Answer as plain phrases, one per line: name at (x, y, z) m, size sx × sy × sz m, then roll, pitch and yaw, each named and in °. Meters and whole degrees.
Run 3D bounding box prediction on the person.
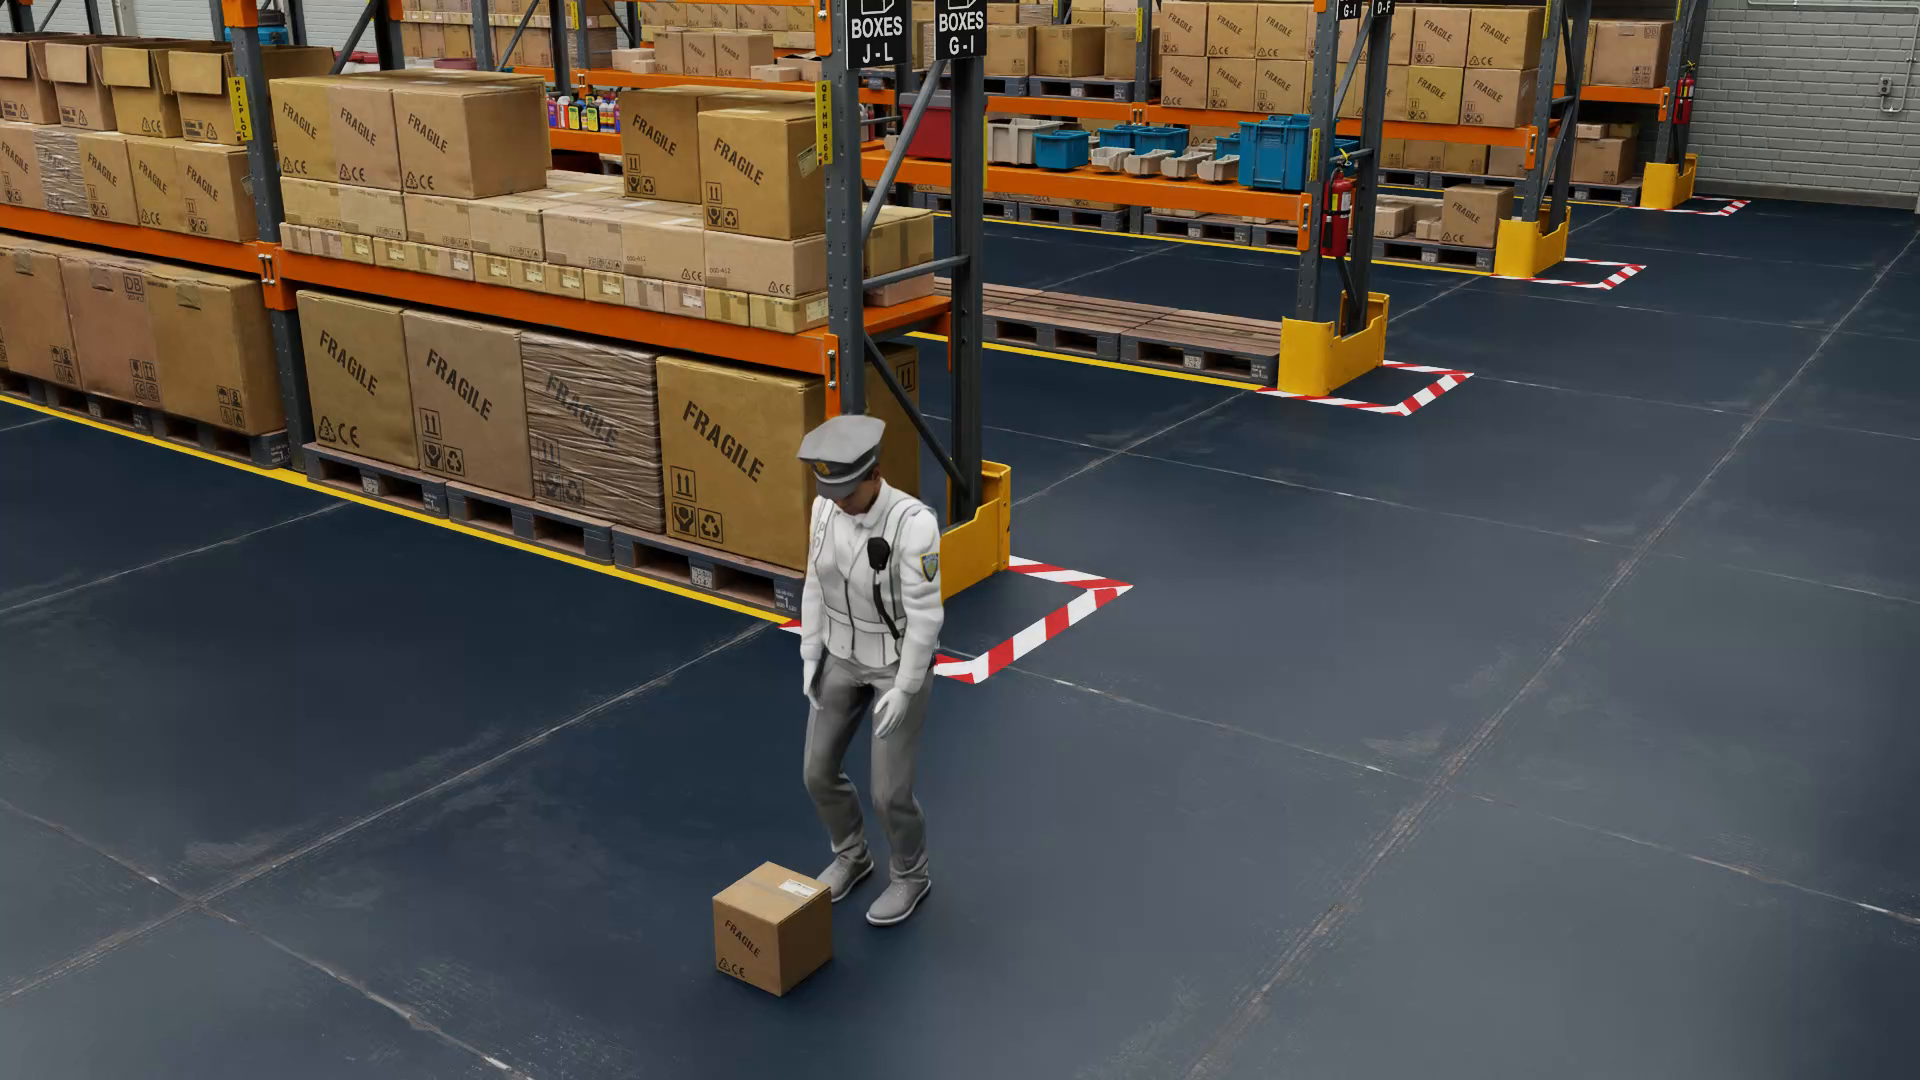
person at (-0.271, 0.403, 5.058) m, size 0.504 × 1.613 × 0.465 m, roll 14°, pitch 24°, yaw 33°
